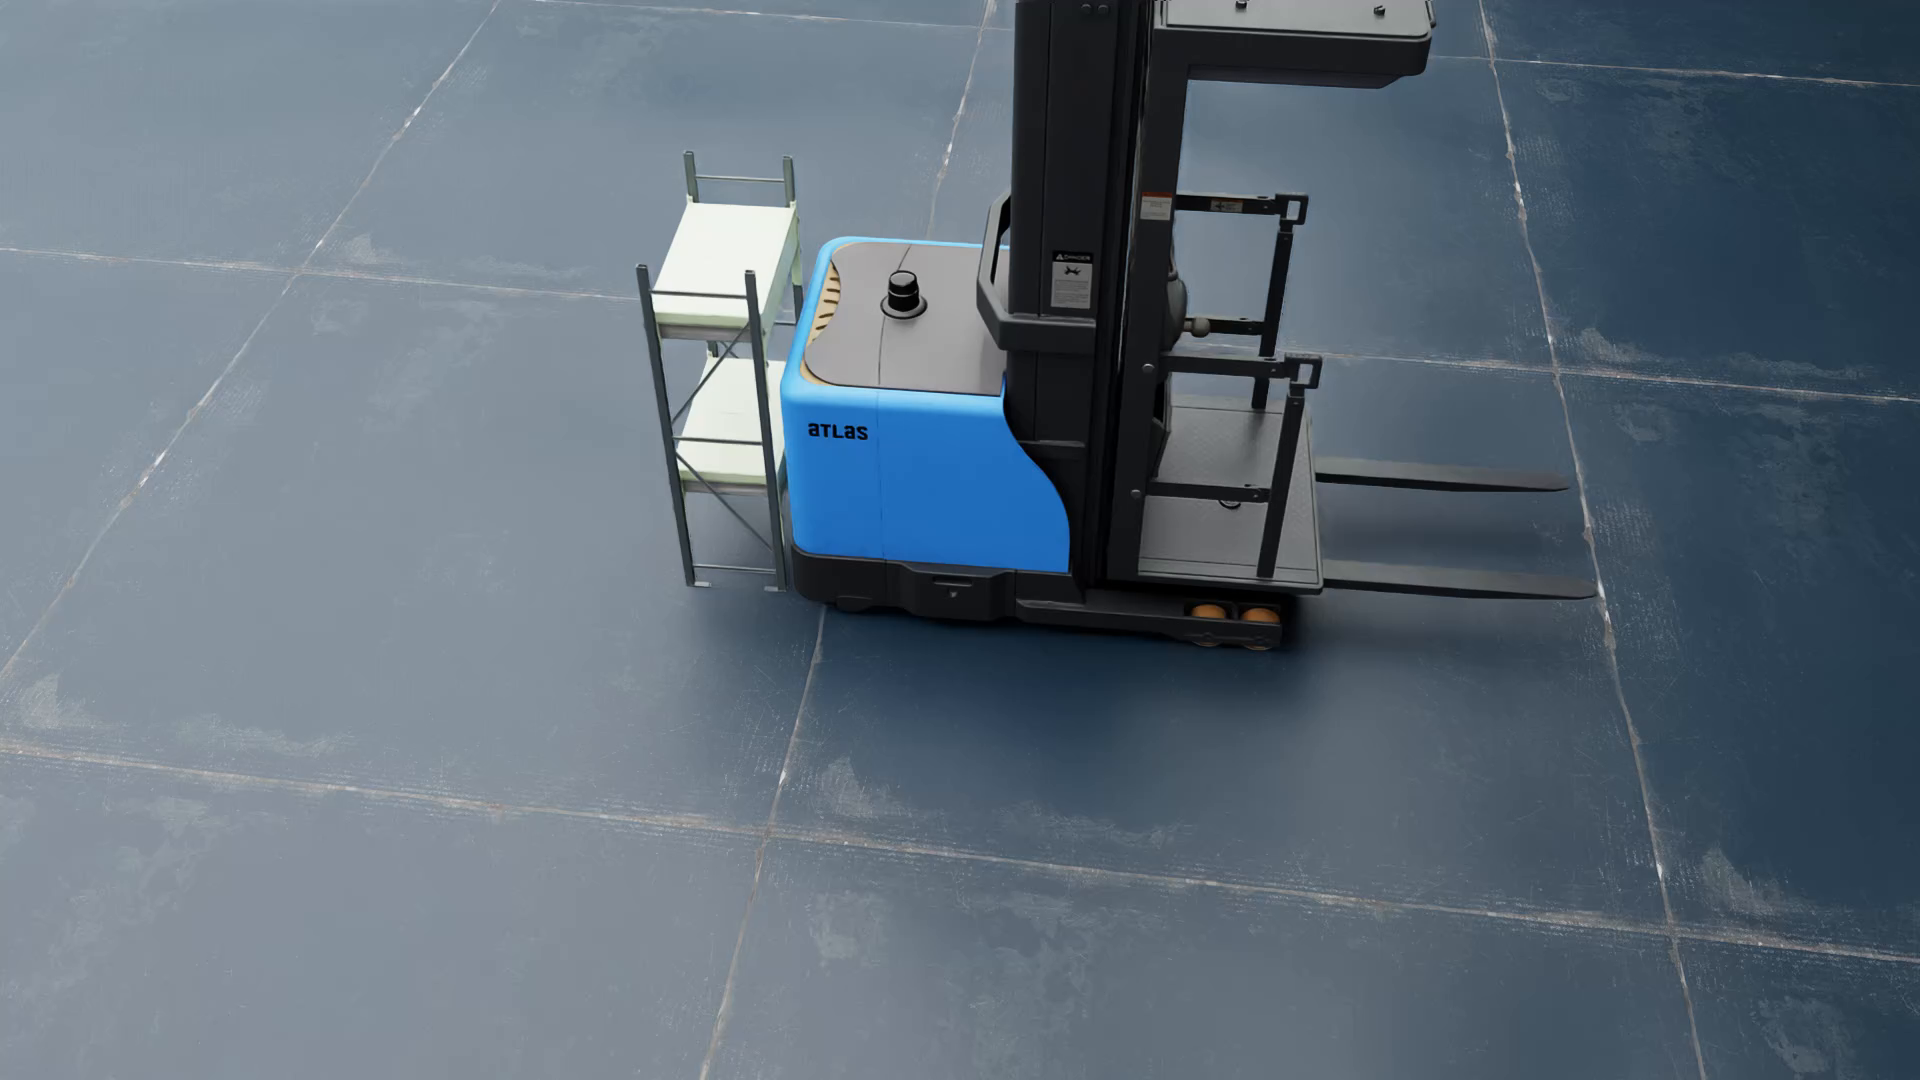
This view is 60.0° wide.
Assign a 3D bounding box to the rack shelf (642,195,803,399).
[{"bbox_3d":[-0.844,-0.891,6.032,0.431,0.370,0.720,4,44,4],"label":"rack shelf"}]

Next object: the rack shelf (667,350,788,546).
[{"bbox_3d":[-0.844,-0.371,6.525,0.431,0.370,0.720,4,44,4],"label":"rack shelf"}]

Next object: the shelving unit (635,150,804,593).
[{"bbox_3d":[-0.844,-0.607,6.301,0.431,1.500,0.755,4,44,4],"label":"shelving unit"}]

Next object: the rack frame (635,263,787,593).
[{"bbox_3d":[-0.879,-0.357,6.036,0.400,1.500,0.023,4,44,4],"label":"rack frame"}]

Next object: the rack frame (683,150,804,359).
[{"bbox_3d":[-0.809,-0.858,6.565,0.400,1.500,0.023,4,44,4],"label":"rack frame"}]

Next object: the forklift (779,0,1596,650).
[{"bbox_3d":[0.905,-1.033,5.709,3.031,2.935,1.130,4,44,4],"label":"forklift"}]
